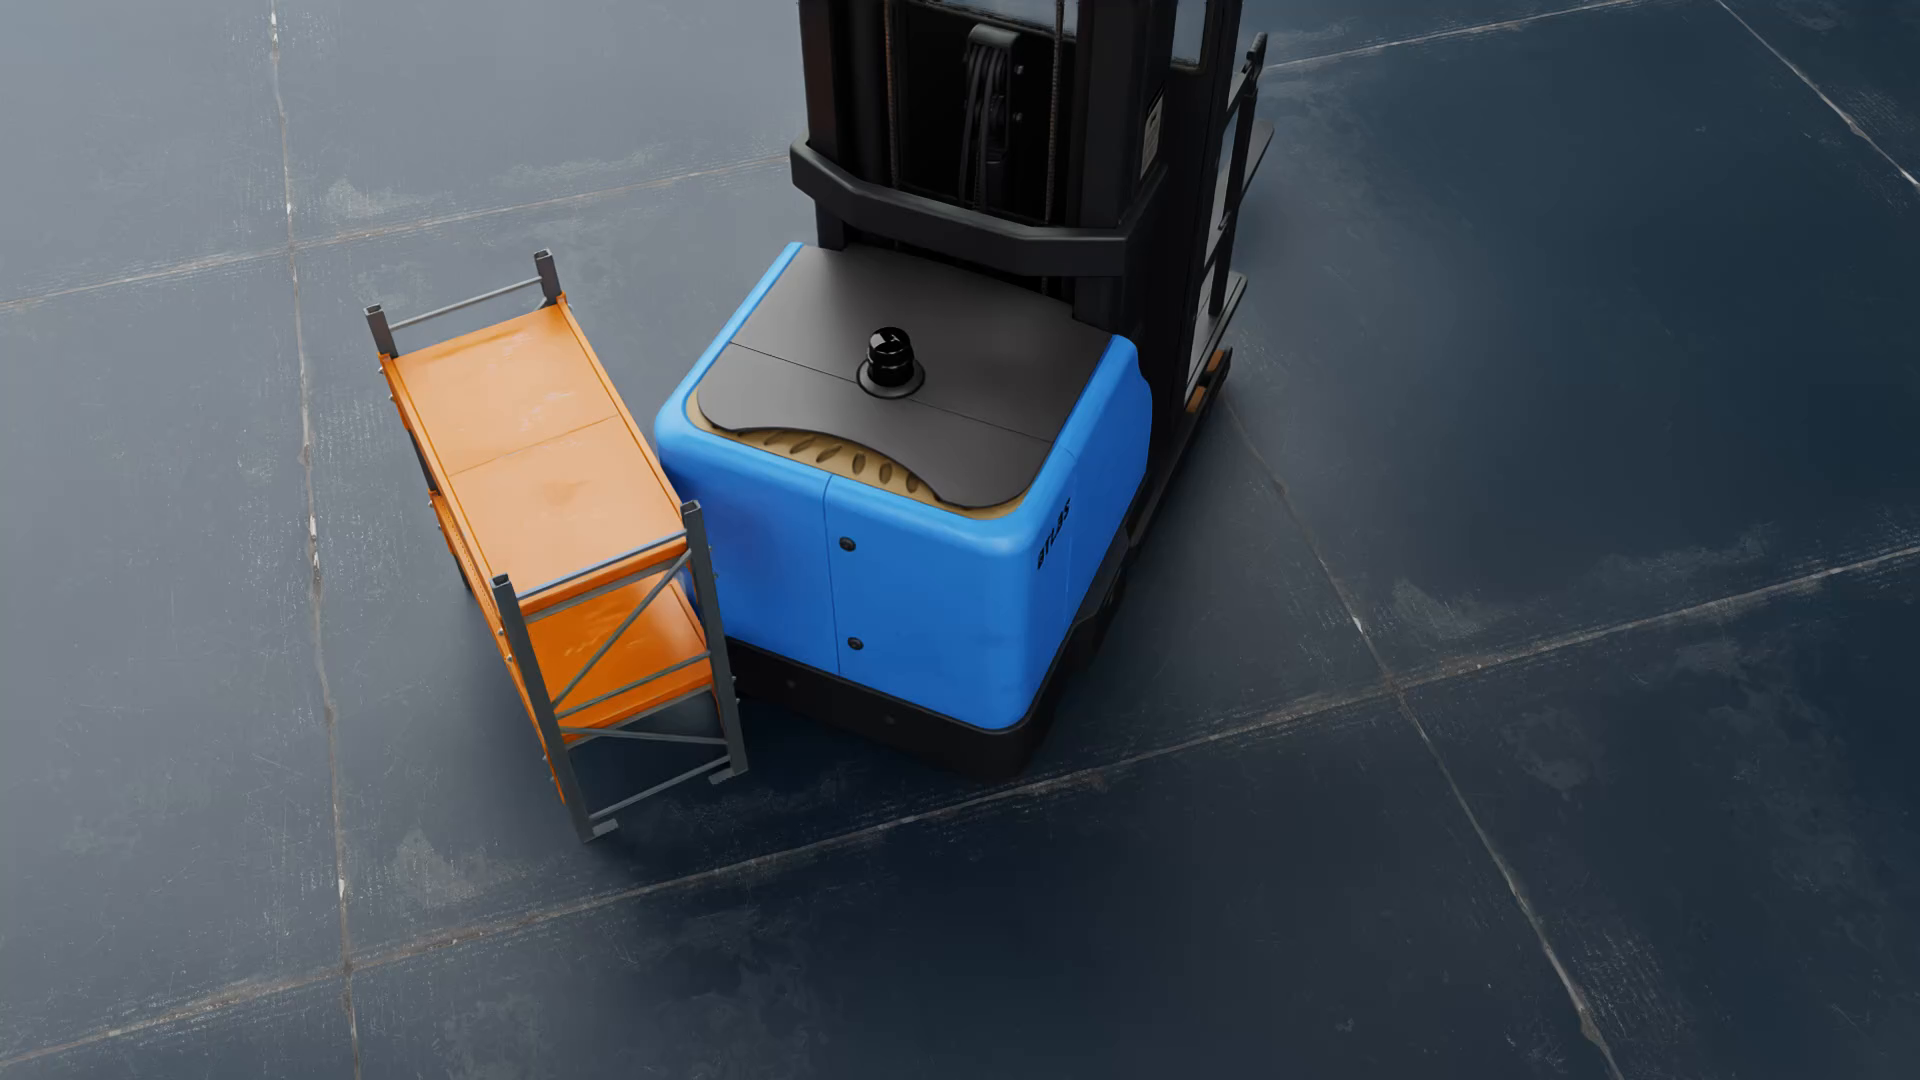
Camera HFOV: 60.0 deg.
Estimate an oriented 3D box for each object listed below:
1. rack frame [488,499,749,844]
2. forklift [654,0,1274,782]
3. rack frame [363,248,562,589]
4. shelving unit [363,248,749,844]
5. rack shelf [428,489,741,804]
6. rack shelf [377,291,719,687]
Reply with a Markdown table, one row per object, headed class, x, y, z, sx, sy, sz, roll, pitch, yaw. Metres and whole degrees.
| class | x | y | z | sx | sy | sz | roll | pitch | yaw |
| --- | --- | --- | --- | --- | --- | --- | --- | --- | --- |
| rack frame | -0.824 | 0.369 | 4.203 | 0.500 | 1.125 | 0.032 | -23 | 53 | -18 |
| forklift | 0.273 | -1.425 | 4.534 | 1.130 | 2.935 | 3.031 | 18 | 52 | 15 |
| rack frame | -1.310 | -0.314 | 4.779 | 0.500 | 1.125 | 0.032 | -23 | 53 | -18 |
| shelving unit | -1.067 | 0.027 | 4.491 | 0.538 | 1.125 | 1.048 | -23 | 53 | -18 |
| rack shelf | -1.067 | 0.185 | 4.678 | 0.538 | 0.278 | 1.000 | -23 | 53 | -18 |
| rack shelf | -1.067 | -0.161 | 4.268 | 0.538 | 0.278 | 1.000 | -23 | 53 | -18 |
